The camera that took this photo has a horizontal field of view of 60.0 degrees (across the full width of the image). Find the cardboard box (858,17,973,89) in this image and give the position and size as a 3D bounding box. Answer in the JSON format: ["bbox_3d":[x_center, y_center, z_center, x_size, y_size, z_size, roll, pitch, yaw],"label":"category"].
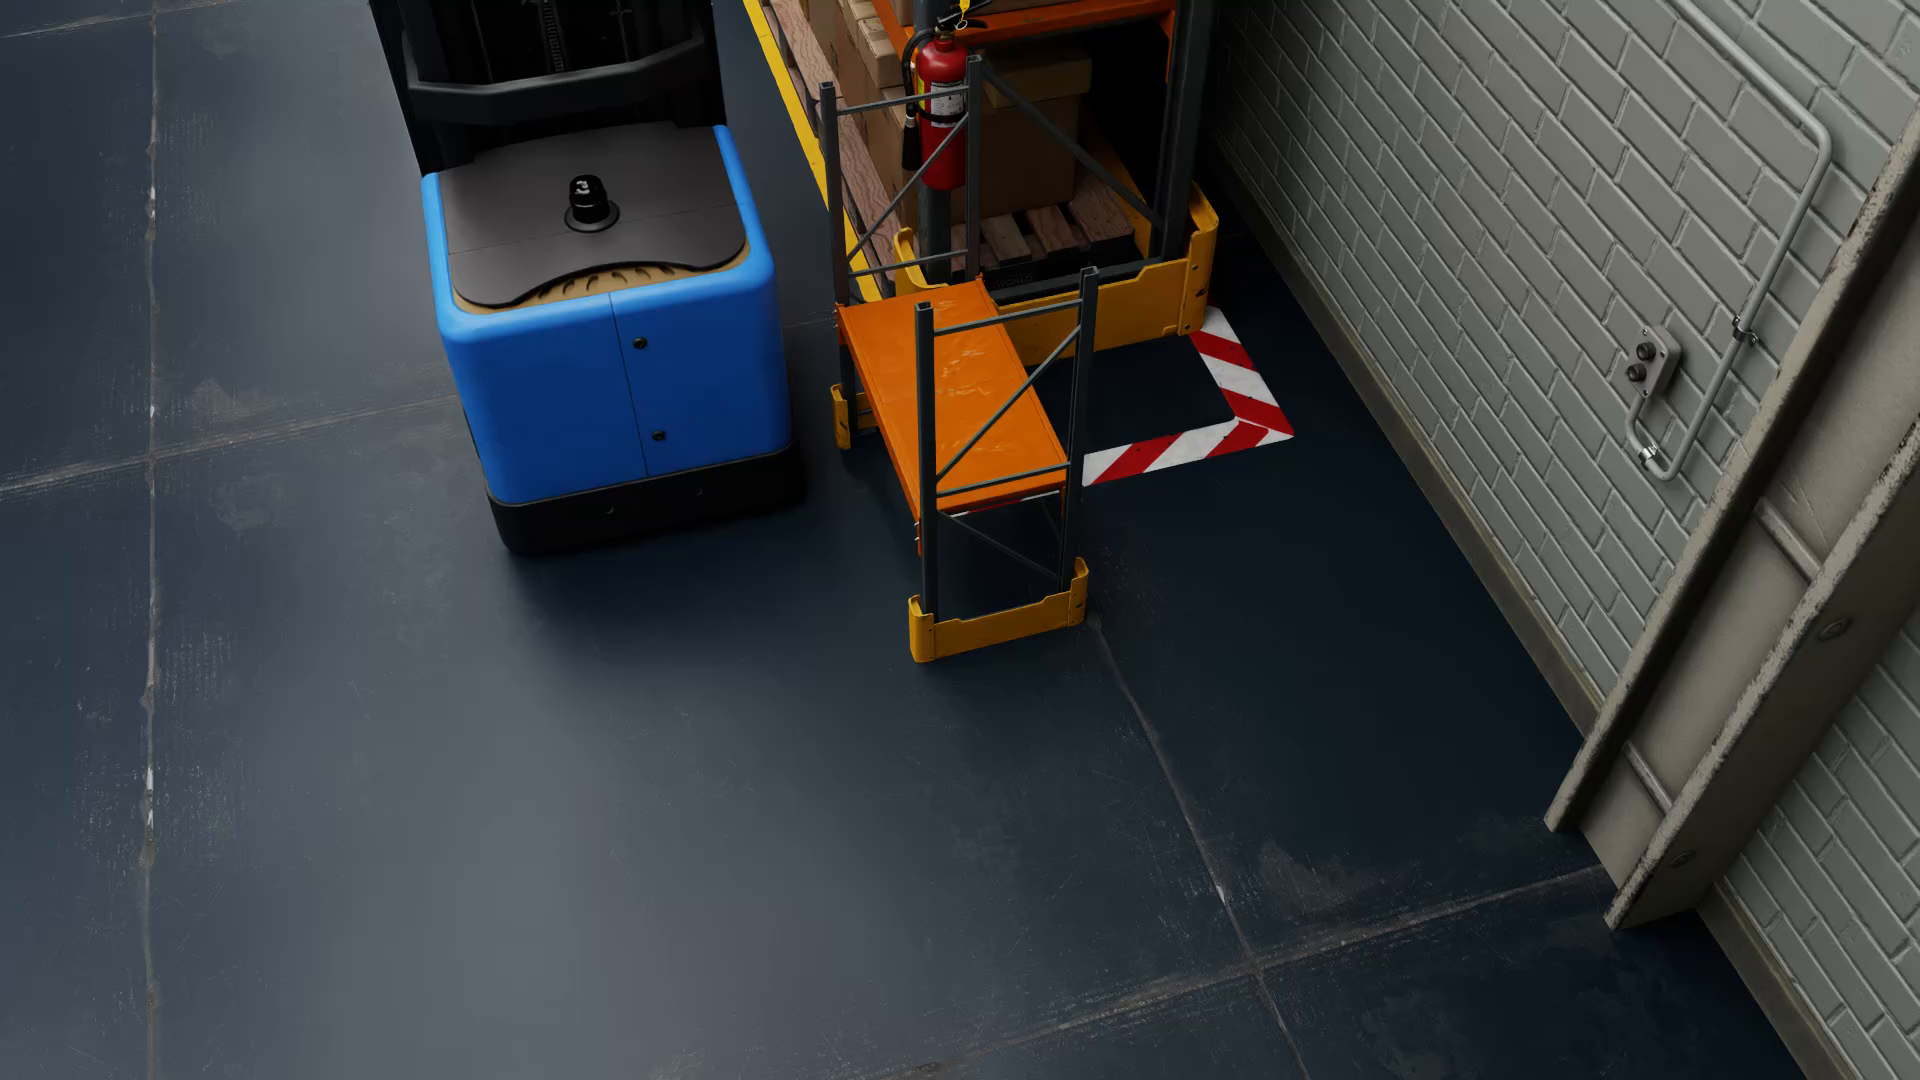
[{"bbox_3d":[-0.168,-1.872,6.302,0.380,0.149,0.250,-14,51,-11],"label":"cardboard box"}]

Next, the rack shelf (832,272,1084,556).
[{"bbox_3d":[-0.025,-0.430,5.367,0.538,0.185,1.000,-13,51,-11],"label":"rack shelf"}]

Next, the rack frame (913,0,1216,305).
[{"bbox_3d":[0.347,-1.792,5.299,1.000,3.000,0.127,-13,51,-11],"label":"rack frame"}]

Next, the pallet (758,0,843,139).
[{"bbox_3d":[-0.322,-2.349,7.592,1.003,0.211,1.213,-13,51,-11],"label":"pallet"}]

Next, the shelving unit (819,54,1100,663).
[{"bbox_3d":[-0.023,-0.539,5.223,0.587,1.500,1.083,-13,51,-11],"label":"shelving unit"}]

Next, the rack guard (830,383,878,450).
[{"bbox_3d":[-0.170,-0.500,6.008,0.587,0.250,0.087,-13,51,-11],"label":"rack guard"}]

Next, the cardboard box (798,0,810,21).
[{"bbox_3d":[-0.418,-2.731,7.450,0.700,0.500,0.500,-12,51,-10],"label":"cardboard box"}]

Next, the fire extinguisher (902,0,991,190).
[{"bbox_3d":[-0.050,-1.432,5.290,0.296,0.674,0.183,-13,51,-11],"label":"fire extinguisher"}]

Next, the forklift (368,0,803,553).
[{"bbox_3d":[-1.445,-2.057,5.567,1.130,2.935,3.031,-12,51,-10],"label":"forklift"}]

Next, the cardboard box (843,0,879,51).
[{"bbox_3d":[-0.244,-2.059,6.460,0.380,0.149,0.250,-12,51,-10],"label":"cardboard box"}]

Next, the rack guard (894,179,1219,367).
[{"bbox_3d":[0.354,-0.969,6.240,1.175,0.500,0.348,-13,51,-11],"label":"rack guard"}]

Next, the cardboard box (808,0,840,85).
[{"bbox_3d":[-0.253,-2.343,7.124,0.700,0.500,0.500,-15,51,-12],"label":"cardboard box"}]

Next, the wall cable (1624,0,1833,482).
[{"bbox_3d":[1.629,-1.398,4.302,0.084,1.984,1.851,-13,51,-11],"label":"wall cable"}]

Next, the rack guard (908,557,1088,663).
[{"bbox_3d":[0.125,0.227,5.395,0.587,0.250,0.087,-13,51,-11],"label":"rack guard"}]

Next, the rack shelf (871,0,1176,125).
[{"bbox_3d":[-0.245,-3.021,6.805,1.077,0.370,4.000,-13,51,-11],"label":"rack shelf"}]

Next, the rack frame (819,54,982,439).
[{"bbox_3d":[-0.176,-0.917,5.542,0.500,1.500,0.032,-13,51,-11],"label":"rack frame"}]

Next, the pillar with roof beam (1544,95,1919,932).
[{"bbox_3d":[-2.141,-0.976,0.687,9.100,9.000,0.400,-13,51,-11],"label":"pillar with roof beam"}]

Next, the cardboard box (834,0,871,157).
[{"bbox_3d":[-0.104,-1.976,6.814,0.700,0.500,0.500,-13,51,-11],"label":"cardboard box"}]

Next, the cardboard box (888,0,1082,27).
[{"bbox_3d":[0.186,-2.259,5.496,0.980,0.700,0.700,-11,51,-9],"label":"cardboard box"}]

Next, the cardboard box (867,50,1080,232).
[{"bbox_3d":[0.044,-1.610,6.506,0.700,0.500,0.500,-13,51,-11],"label":"cardboard box"}]

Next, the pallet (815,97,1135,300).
[{"bbox_3d":[0.035,-1.460,6.842,1.003,0.211,1.213,-13,51,-11],"label":"pallet"}]

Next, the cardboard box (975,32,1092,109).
[{"bbox_3d":[0.272,-1.773,6.219,0.380,0.149,0.250,-13,51,-11],"label":"cardboard box"}]

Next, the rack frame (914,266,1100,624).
[{"bbox_3d":[0.125,-0.174,4.916,0.500,1.500,0.032,-13,51,-11],"label":"rack frame"}]
